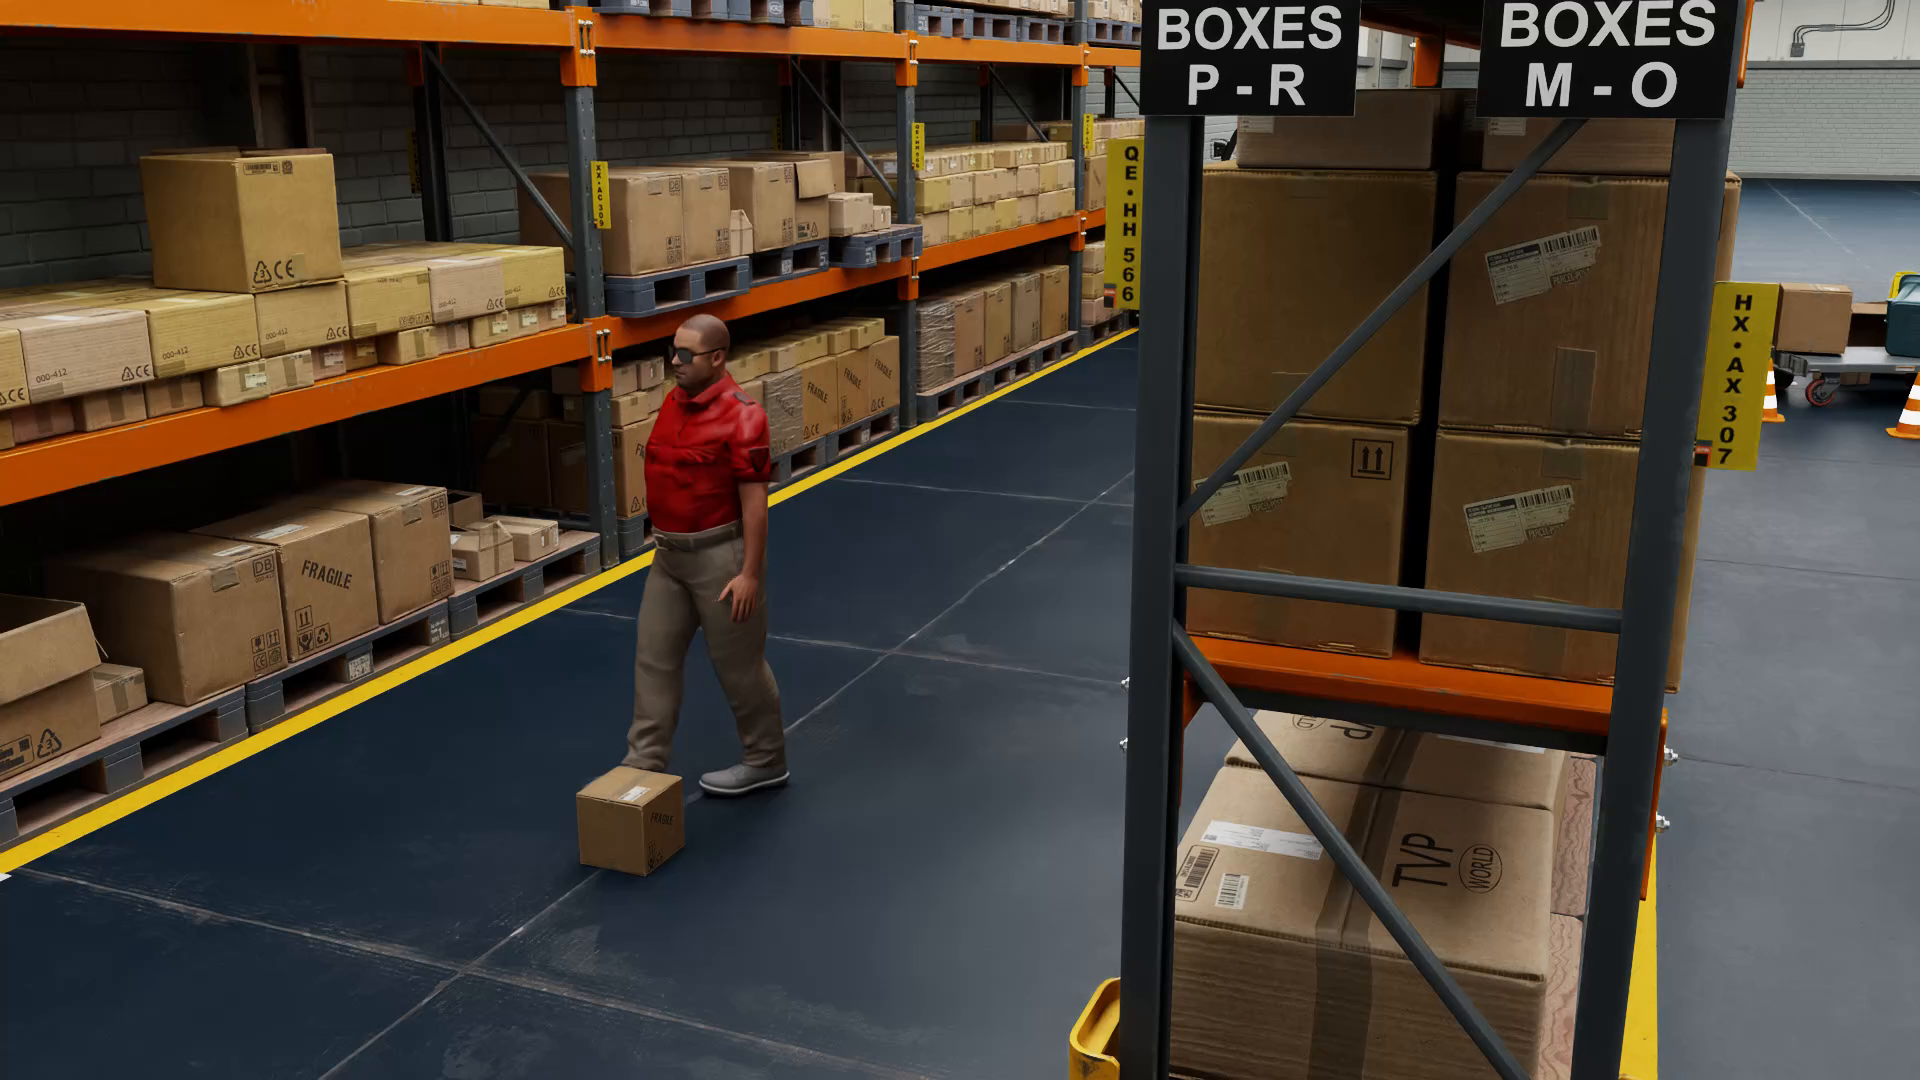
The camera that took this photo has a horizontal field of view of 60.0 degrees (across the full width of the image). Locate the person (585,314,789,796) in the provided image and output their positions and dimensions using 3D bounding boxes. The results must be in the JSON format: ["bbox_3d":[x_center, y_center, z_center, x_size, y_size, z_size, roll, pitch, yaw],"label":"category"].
[{"bbox_3d":[-0.960,0.092,5.696,0.566,1.714,0.700,14,21,42],"label":"person"}]
